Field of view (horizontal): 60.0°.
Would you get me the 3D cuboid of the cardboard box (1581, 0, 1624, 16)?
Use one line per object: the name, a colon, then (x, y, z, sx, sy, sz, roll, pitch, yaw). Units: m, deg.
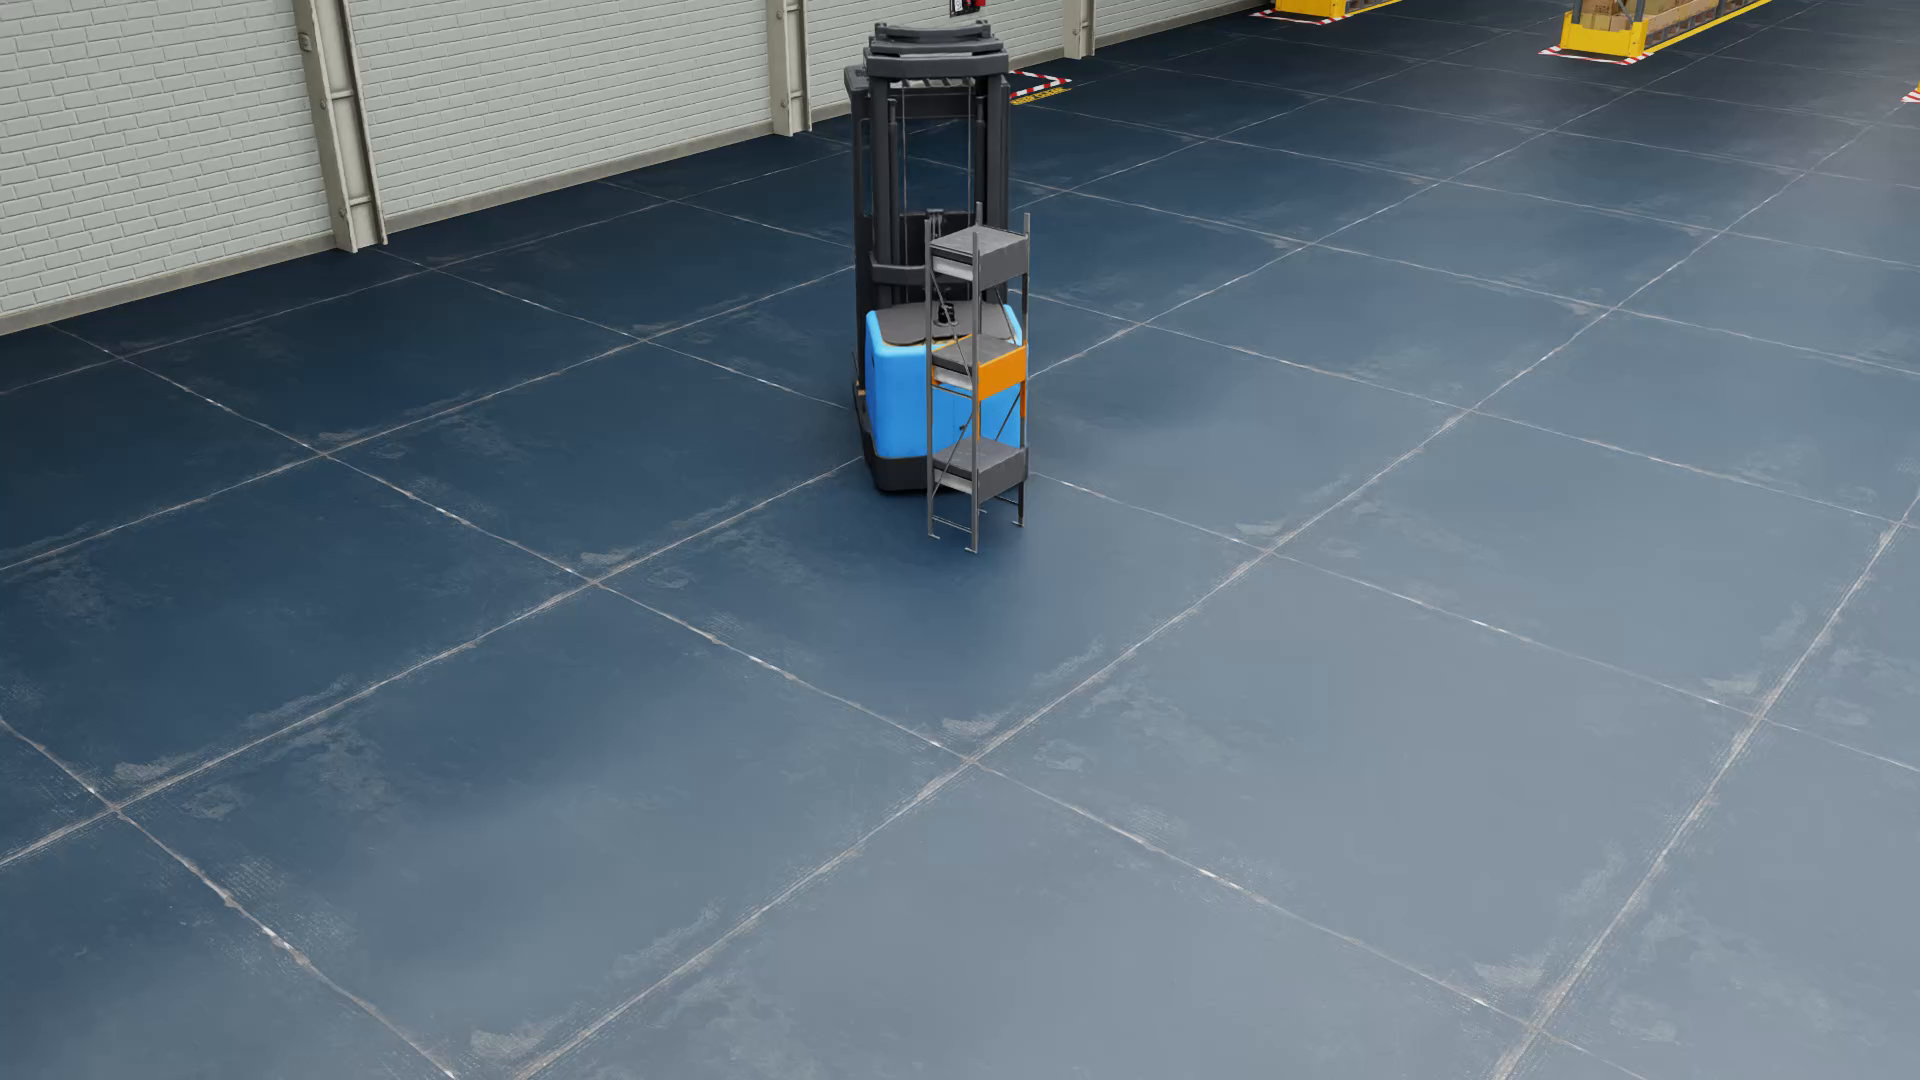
cardboard box: (9.724, -8.243, 25.138, 0.500, 0.500, 0.500, 21, 34, 34)

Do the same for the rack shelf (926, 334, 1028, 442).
rack shelf: (0.105, -0.979, 10.387, 0.431, 0.518, 0.480, 21, 34, 34)

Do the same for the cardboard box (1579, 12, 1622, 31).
cardboard box: (9.726, -7.909, 25.309, 0.500, 0.250, 0.500, 21, 34, 34)

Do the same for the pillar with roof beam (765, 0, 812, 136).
pillar with roof beam: (1.255, -7.766, 15.969, 9.100, 9.000, 0.400, 21, 34, 34)

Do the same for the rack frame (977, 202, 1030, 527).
rack frame: (0.261, -1.078, 10.548, 0.400, 2.100, 0.015, 21, 34, 34)

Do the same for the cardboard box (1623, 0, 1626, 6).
cardboard box: (10.349, -8.601, 25.832, 0.500, 0.500, 0.500, 21, 34, 34)

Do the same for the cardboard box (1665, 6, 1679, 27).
cardboard box: (10.759, -8.113, 25.704, 0.500, 0.250, 0.500, 21, 34, 34)

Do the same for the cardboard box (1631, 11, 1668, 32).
cardboard box: (10.441, -7.936, 25.361, 0.500, 0.250, 0.500, 21, 34, 34)

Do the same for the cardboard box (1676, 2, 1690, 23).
cardboard box: (11.081, -8.289, 26.044, 0.500, 0.250, 0.500, 21, 34, 34)

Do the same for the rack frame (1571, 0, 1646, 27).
rack frame: (9.613, -8.667, 24.239, 1.000, 3.000, 0.127, 21, 34, 34)

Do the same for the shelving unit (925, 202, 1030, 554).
shelving unit: (0.105, -0.991, 10.381, 0.431, 2.100, 0.503, 21, 34, 34)

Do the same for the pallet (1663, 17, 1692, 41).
pallet: (10.843, -8.143, 26.260, 1.003, 0.211, 1.213, 21, 34, 34)

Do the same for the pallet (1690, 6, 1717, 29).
pallet: (11.619, -8.577, 27.100, 1.003, 0.211, 1.213, 21, 34, 34)

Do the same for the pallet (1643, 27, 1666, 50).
pallet: (10.067, -7.712, 25.428, 1.003, 0.211, 1.213, 21, 34, 34)

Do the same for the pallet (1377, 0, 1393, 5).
pallet: (7.157, -9.610, 29.097, 1.003, 0.211, 1.213, 21, 34, 34)

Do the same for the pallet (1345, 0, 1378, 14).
pallet: (6.380, -9.180, 28.265, 1.003, 0.211, 1.213, 21, 34, 34)

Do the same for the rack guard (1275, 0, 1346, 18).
rack guard: (5.836, -9.030, 27.662, 1.175, 0.500, 0.348, 21, 34, 34)

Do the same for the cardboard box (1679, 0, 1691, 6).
cardboard box: (11.082, -8.622, 25.871, 0.500, 0.500, 0.500, 21, 34, 34)

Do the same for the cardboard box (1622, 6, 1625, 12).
cardboard box: (10.035, -8.090, 25.659, 0.500, 0.250, 0.500, 21, 34, 34)

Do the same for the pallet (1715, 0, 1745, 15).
pallet: (12.596, -9.120, 28.149, 1.003, 0.211, 1.213, 21, 34, 34)

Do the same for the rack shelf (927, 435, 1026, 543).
rack shelf: (0.105, -0.357, 10.709, 0.431, 0.518, 0.480, 21, 34, 34)

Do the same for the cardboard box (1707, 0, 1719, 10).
cardboard box: (12.031, -8.822, 27.075, 0.500, 0.250, 0.500, 21, 34, 34)

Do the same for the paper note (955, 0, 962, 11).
paper note: (-0.018, -7.188, 22.340, 0.016, 0.148, 0.142, 21, 34, 34)

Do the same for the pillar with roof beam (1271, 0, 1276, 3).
pillar with roof beam: (8.888, -12.021, 24.193, 9.100, 9.000, 0.400, 21, 34, 34)

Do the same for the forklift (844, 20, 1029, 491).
forklift: (-0.233, -2.286, 11.980, 1.130, 2.935, 3.031, -3, 28, -7)

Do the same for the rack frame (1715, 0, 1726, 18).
rack frame: (12.157, -10.085, 26.981, 1.000, 3.000, 0.127, 21, 34, 34)

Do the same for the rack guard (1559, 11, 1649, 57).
rack guard: (9.598, -7.548, 24.797, 1.175, 0.500, 0.348, 21, 34, 34)

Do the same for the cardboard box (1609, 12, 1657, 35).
cardboard box: (10.126, -7.758, 25.017, 0.500, 0.250, 0.500, 21, 34, 34)

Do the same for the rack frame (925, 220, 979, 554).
rack frame: (-0.050, -0.905, 10.214, 0.400, 2.100, 0.015, 21, 34, 34)

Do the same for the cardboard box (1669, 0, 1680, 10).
cardboard box: (10.750, -8.450, 25.538, 0.500, 0.500, 0.500, 21, 34, 34)

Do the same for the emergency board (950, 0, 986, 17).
emergency board: (0.148, -7.622, 22.220, 0.194, 1.169, 0.643, 21, 34, 34)

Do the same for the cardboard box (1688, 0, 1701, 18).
cardboard box: (11.398, -8.466, 26.387, 0.500, 0.250, 0.500, 21, 34, 34)

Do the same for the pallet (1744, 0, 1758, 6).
pallet: (13.371, -9.554, 28.988, 1.003, 0.211, 1.213, 21, 34, 34)

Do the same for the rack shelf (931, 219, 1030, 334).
rack shelf: (0.105, -1.601, 10.066, 0.431, 0.518, 0.480, 21, 34, 34)

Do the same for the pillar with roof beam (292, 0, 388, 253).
pillar with roof beam: (-2.562, -5.639, 11.857, 9.100, 9.000, 0.400, 21, 34, 34)

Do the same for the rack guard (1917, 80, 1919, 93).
rack guard: (13.445, -6.149, 22.092, 1.175, 0.500, 0.348, 21, 34, 34)

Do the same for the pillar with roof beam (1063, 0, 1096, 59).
pillar with roof beam: (5.071, -9.894, 20.081, 9.100, 9.000, 0.400, 21, 34, 34)

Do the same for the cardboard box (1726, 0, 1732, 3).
cardboard box: (12.605, -9.121, 27.653, 0.500, 0.250, 0.500, 20, 33, 33)

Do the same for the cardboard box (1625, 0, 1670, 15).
cardboard box: (10.442, -8.269, 25.188, 0.500, 0.500, 0.500, 21, 34, 34)

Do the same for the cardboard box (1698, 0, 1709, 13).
cardboard box: (11.705, -8.648, 26.738, 0.500, 0.250, 0.500, 21, 34, 34)
